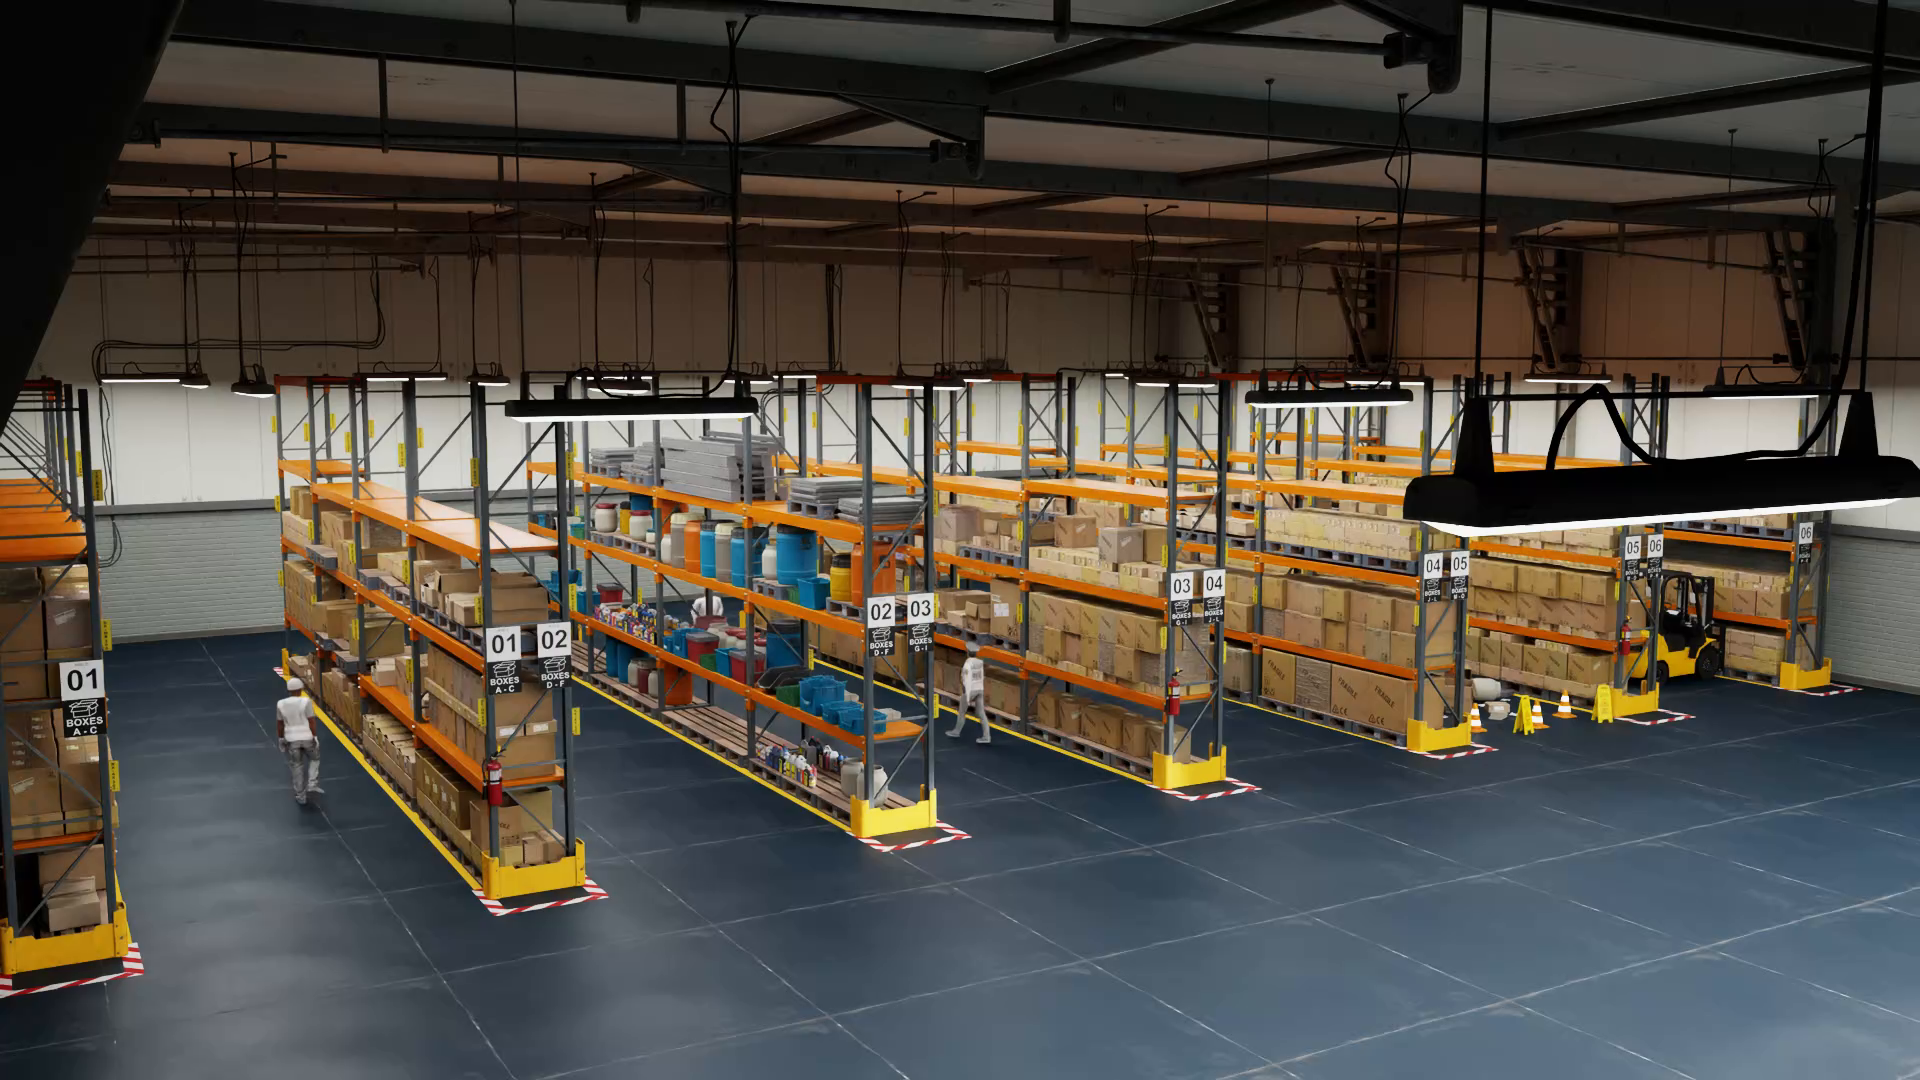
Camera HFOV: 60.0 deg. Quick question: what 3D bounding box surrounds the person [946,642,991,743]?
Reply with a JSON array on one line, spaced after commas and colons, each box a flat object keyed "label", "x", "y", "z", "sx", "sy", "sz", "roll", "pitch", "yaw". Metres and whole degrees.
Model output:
[{"label": "person", "x": 0.193, "y": 2.490, "z": 27.485, "sx": 0.515, "sy": 1.636, "sz": 0.951, "roll": -5, "pitch": 8, "yaw": -40}]

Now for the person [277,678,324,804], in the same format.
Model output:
[{"label": "person", "x": -9.409, "y": 2.853, "z": 23.693, "sx": 0.593, "sy": 1.774, "sz": 0.521, "roll": -2, "pitch": 7, "yaw": -20}]

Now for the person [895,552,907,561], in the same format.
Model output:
[{"label": "person", "x": -1.592, "y": 0.704, "z": 43.813, "sx": 0.478, "sy": 1.639, "sz": 0.508, "roll": -5, "pitch": 8, "yaw": -39}]

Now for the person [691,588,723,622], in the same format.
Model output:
[{"label": "person", "x": -5.201, "y": 1.765, "z": 34.175, "sx": 0.723, "sy": 1.687, "sz": 0.660, "roll": -3, "pitch": 7, "yaw": -23}]
